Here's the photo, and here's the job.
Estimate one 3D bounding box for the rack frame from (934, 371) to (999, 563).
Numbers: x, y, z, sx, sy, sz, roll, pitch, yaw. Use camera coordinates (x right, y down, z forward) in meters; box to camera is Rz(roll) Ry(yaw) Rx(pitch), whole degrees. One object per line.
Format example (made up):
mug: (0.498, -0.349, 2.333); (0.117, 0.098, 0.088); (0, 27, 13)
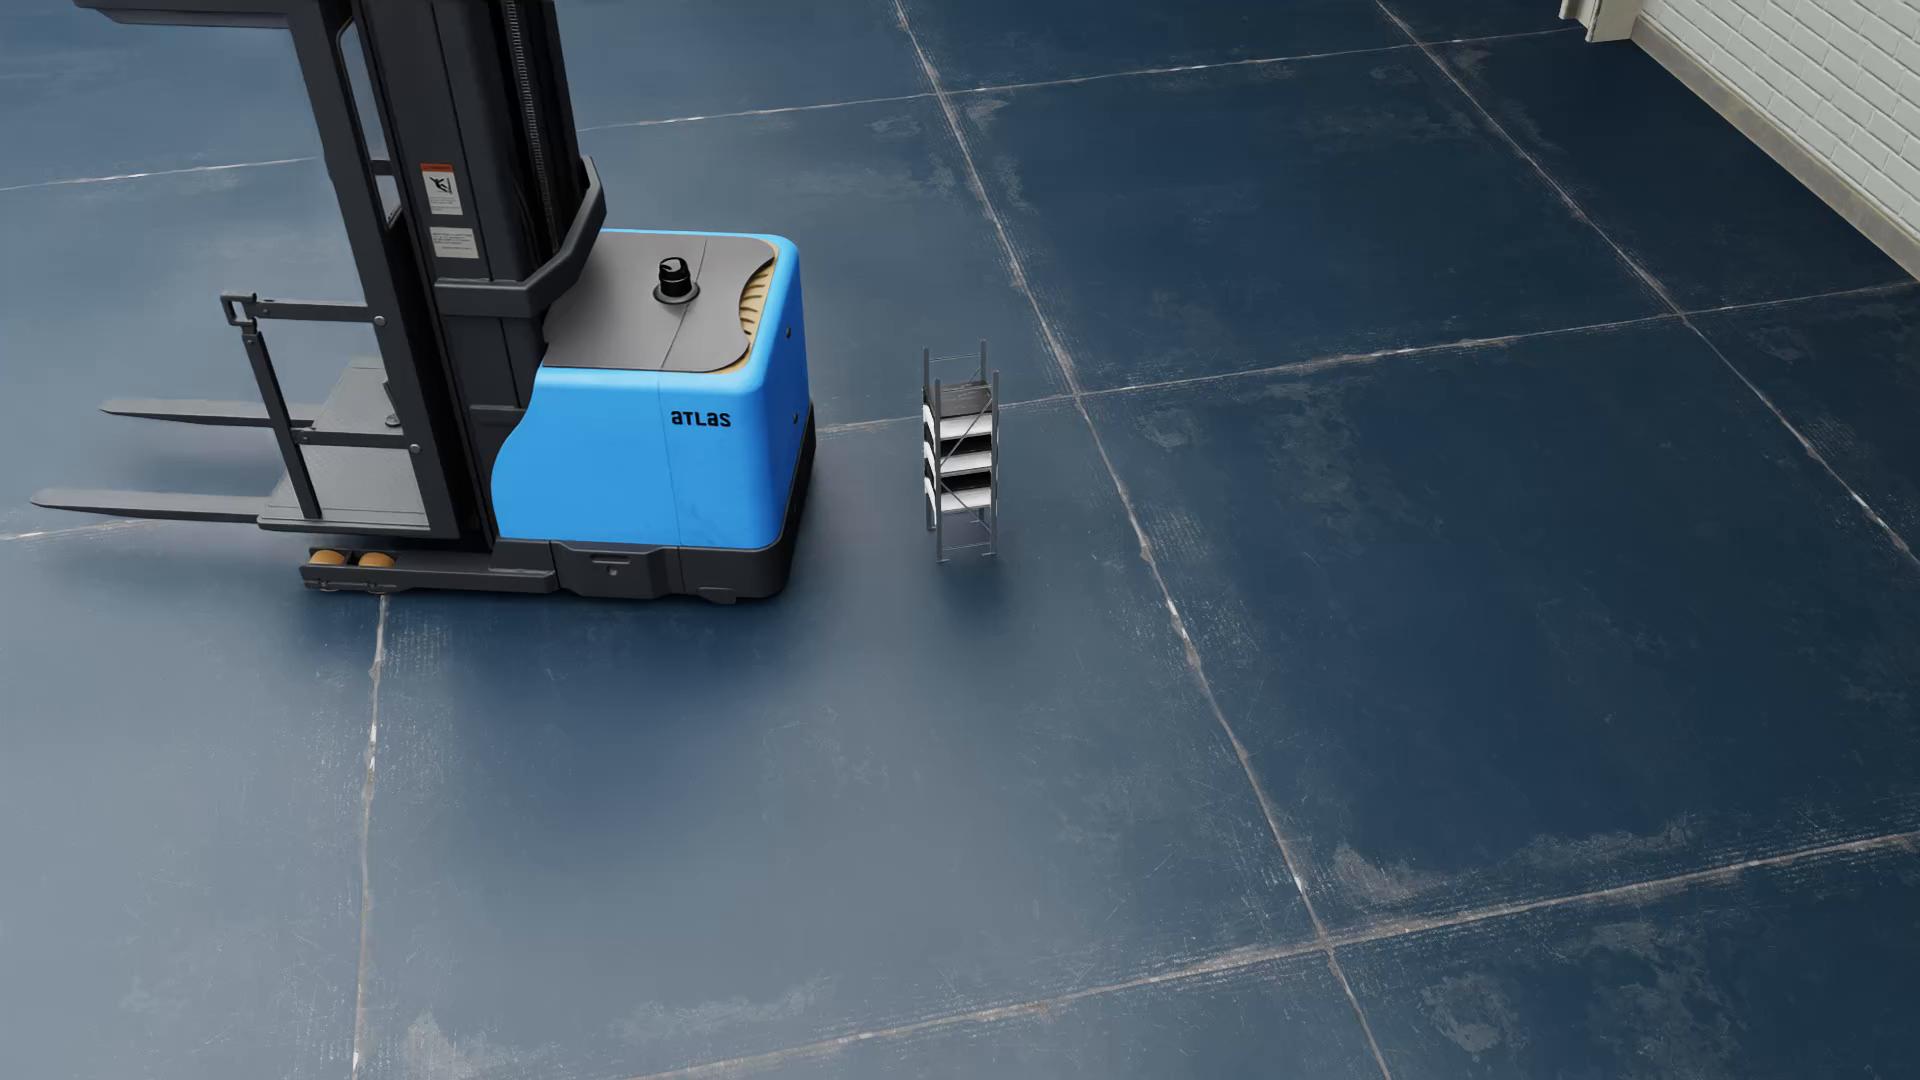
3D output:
rack frame: (0.024, -0.265, 6.371); (0.240, 0.900, 0.006); (-8, 42, -9)

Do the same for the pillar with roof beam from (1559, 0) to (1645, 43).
pillar with roof beam: (-0.243, -5.944, 6.668); (9.100, 9.000, 0.400); (-8, 42, -9)

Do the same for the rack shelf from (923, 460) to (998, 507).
rack shelf: (0.002, -0.239, 6.527); (0.258, 0.077, 0.200); (-8, 42, -9)

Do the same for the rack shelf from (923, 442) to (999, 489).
rack shelf: (0.002, -0.306, 6.467); (0.258, 0.077, 0.200); (-8, 42, -9)

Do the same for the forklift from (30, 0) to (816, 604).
forklift: (-2.154, -1.232, 5.930); (3.031, 2.935, 1.130); (3, 42, 3)

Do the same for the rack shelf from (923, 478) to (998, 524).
rack shelf: (0.002, -0.172, 6.587); (0.258, 0.077, 0.200); (-8, 42, -9)

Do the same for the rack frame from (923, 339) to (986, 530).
rack frame: (-0.020, -0.397, 6.520); (0.240, 0.900, 0.006); (-8, 42, -9)

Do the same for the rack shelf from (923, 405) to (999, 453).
rack shelf: (0.002, -0.441, 6.348); (0.258, 0.077, 0.200); (-8, 42, -9)

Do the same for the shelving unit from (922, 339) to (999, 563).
shelving unit: (0.002, -0.331, 6.445); (0.258, 0.900, 0.210); (-8, 42, -9)

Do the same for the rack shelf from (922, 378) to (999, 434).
rack shelf: (0.002, -0.508, 6.288); (0.258, 0.077, 0.200); (-8, 42, -9)

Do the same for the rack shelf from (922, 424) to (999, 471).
rack shelf: (0.002, -0.374, 6.408); (0.258, 0.077, 0.200); (-8, 42, -9)
